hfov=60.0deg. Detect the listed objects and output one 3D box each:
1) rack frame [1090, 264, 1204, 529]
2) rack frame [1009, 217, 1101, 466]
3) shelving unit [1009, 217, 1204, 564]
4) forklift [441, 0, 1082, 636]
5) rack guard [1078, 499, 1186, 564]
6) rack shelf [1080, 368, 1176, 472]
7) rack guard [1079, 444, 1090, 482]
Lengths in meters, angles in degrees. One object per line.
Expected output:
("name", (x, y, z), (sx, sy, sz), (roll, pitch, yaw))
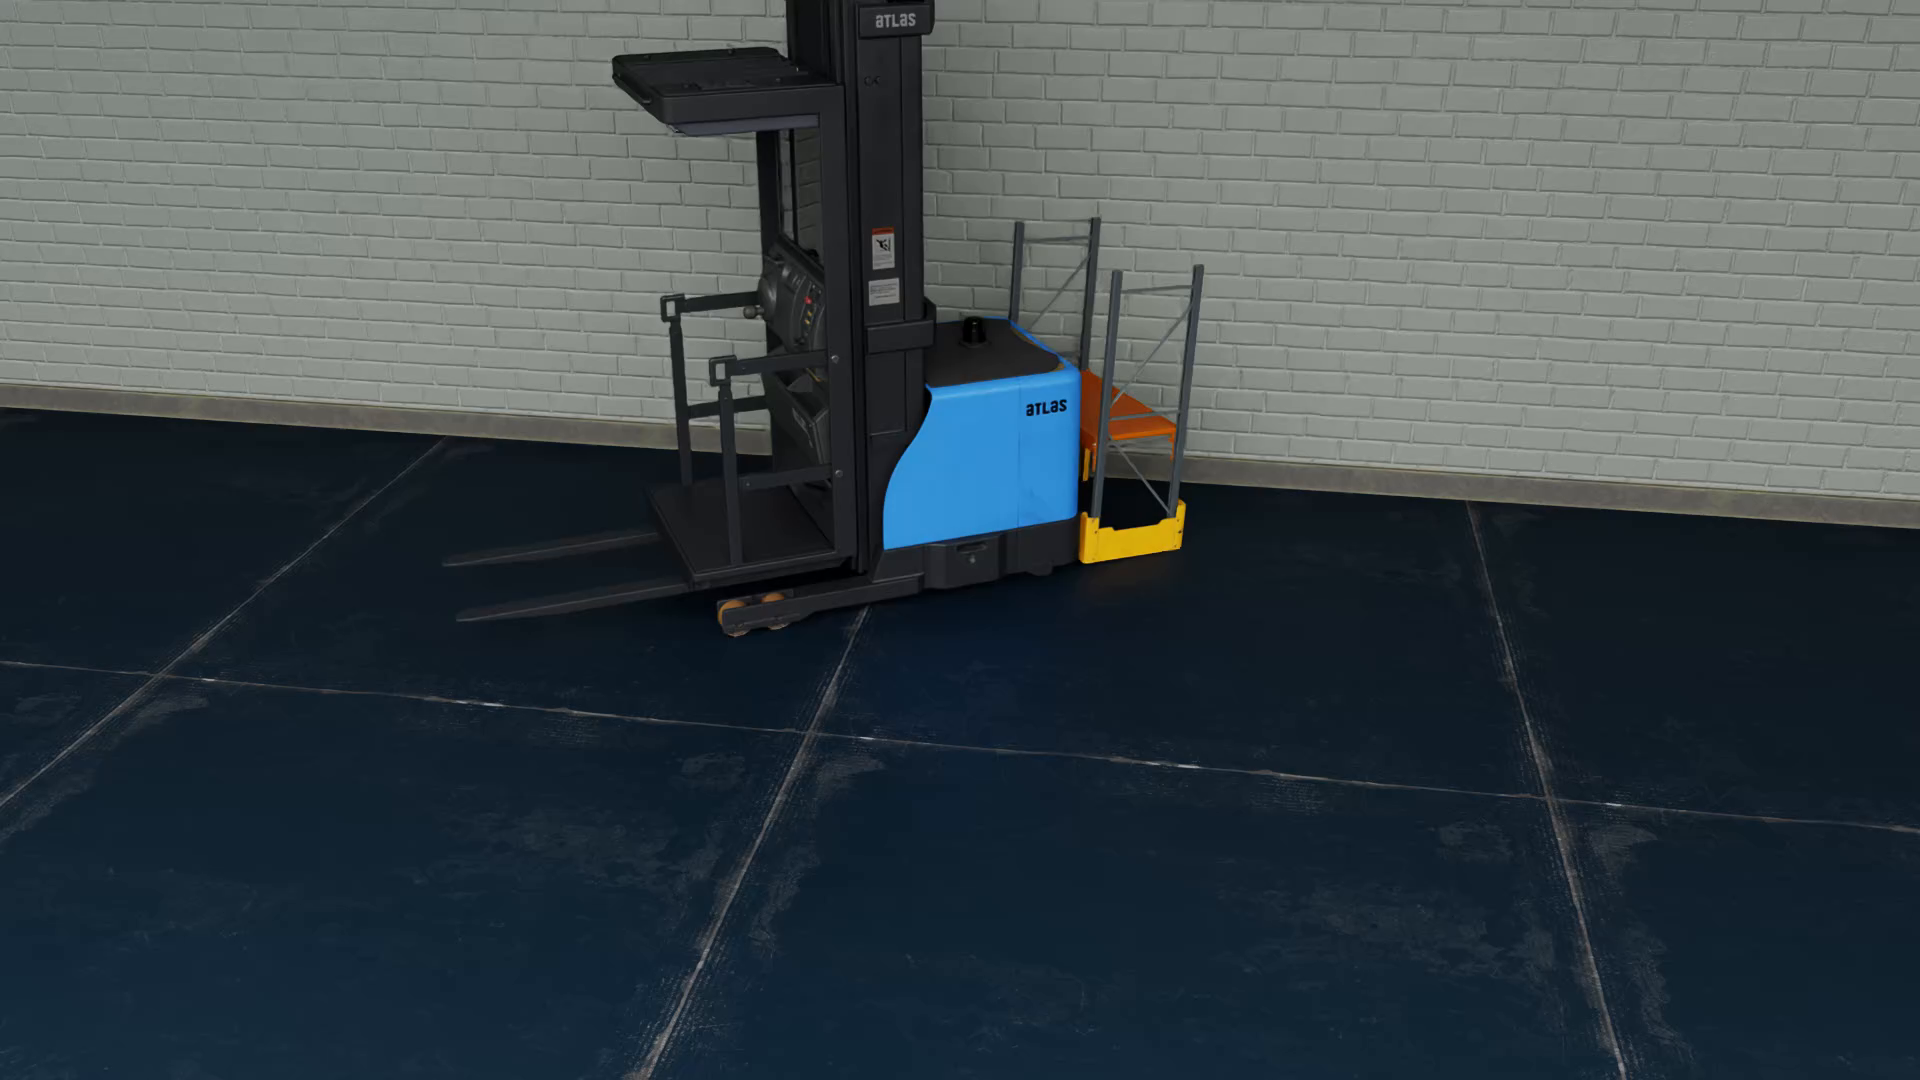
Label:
("rack frame", (0.914, -0.617, 8.263), (0.500, 1.500, 0.032), (-8, 26, -24))
("rack frame", (0.482, -1.007, 9.097), (0.500, 1.500, 0.032), (-8, 26, -24))
("shelving unit", (0.701, -0.808, 8.673), (0.587, 1.500, 1.083), (-8, 26, -24))
("forklift", (-0.969, -1.130, 7.706), (3.031, 2.935, 1.130), (-9, 27, -19))
("rack guard", (0.882, -0.046, 8.516), (0.587, 0.250, 0.087), (-8, 26, -24))
("rack shelf", (0.689, -0.647, 8.752), (0.538, 0.185, 1.000), (-8, 26, -24))
("rack guard", (0.458, -0.428, 9.332), (0.587, 0.250, 0.087), (-8, 26, -24))
